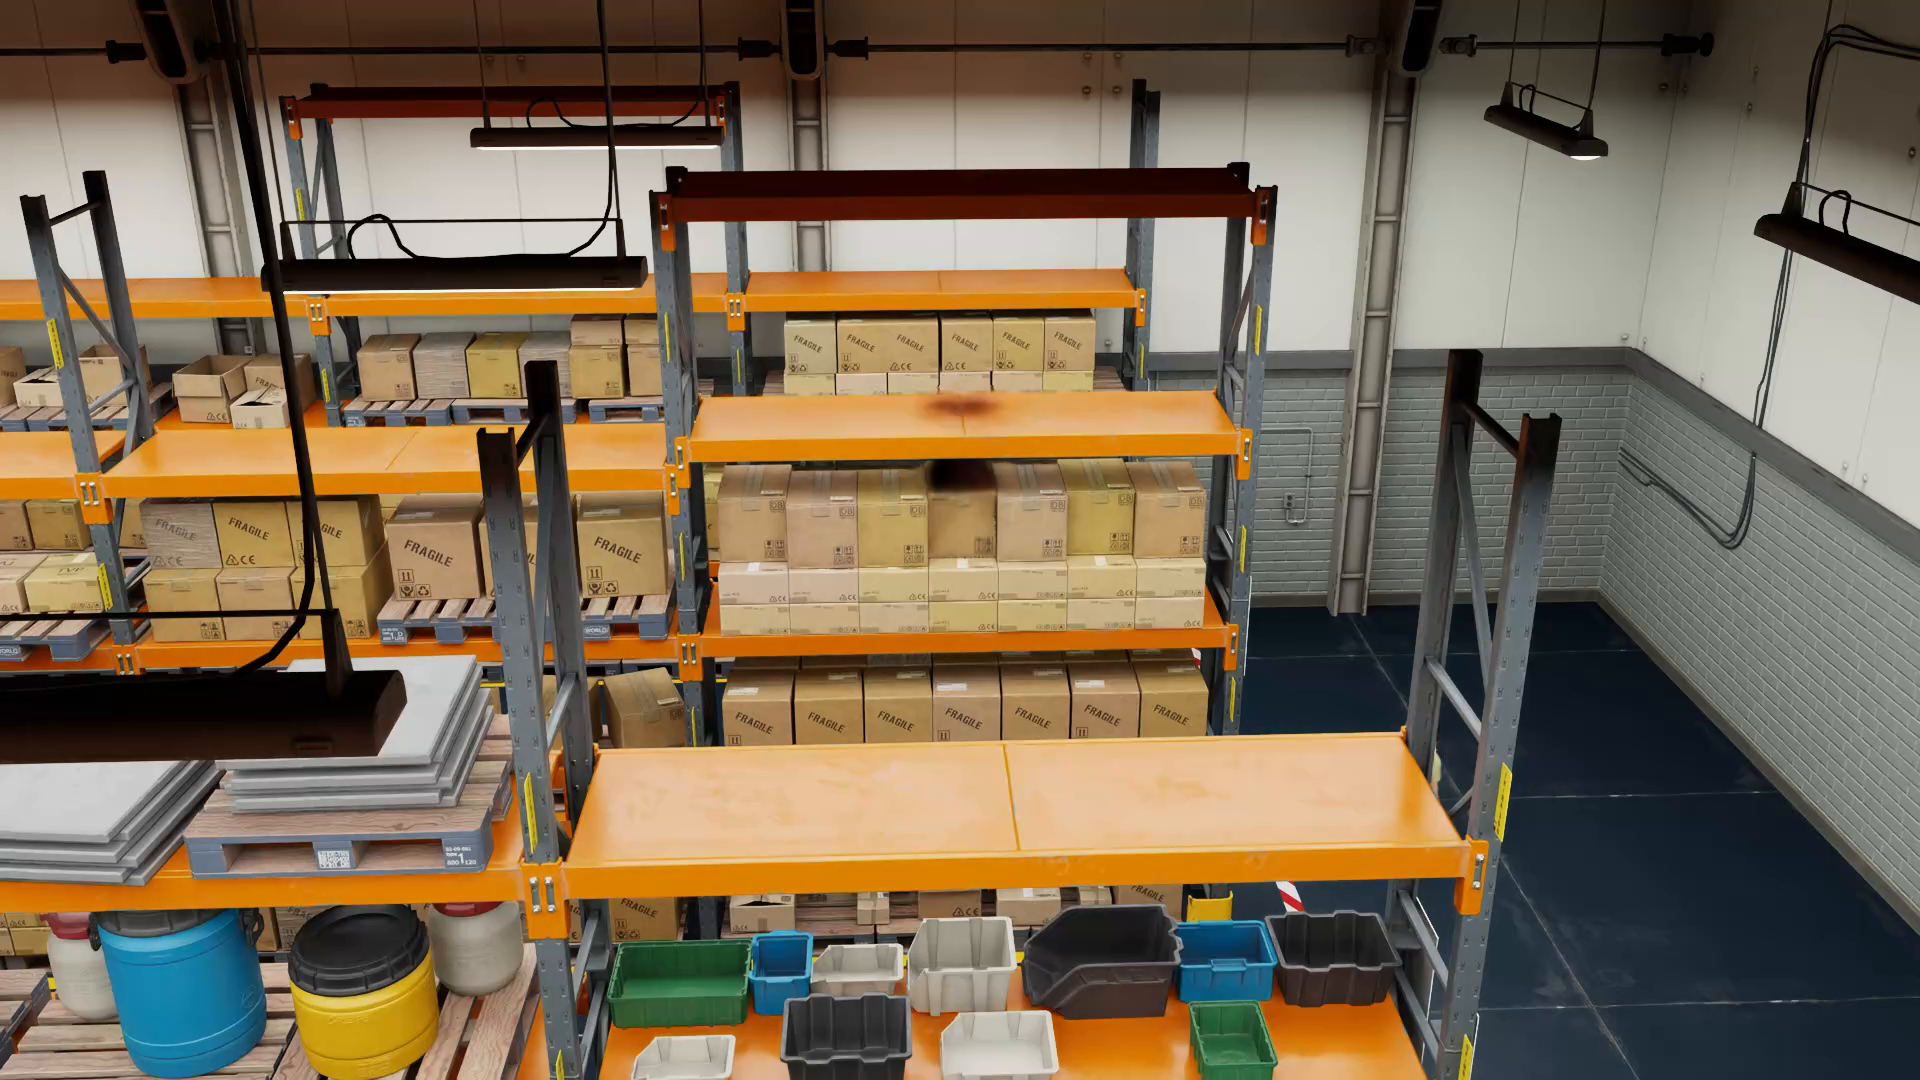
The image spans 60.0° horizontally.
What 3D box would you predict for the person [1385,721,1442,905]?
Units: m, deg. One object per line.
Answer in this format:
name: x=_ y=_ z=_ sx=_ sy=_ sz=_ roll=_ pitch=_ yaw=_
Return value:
person: x=3.690 y=2.155 z=13.655 sx=0.496 sy=1.623 sz=0.738 roll=15 pitch=27 yaw=33
